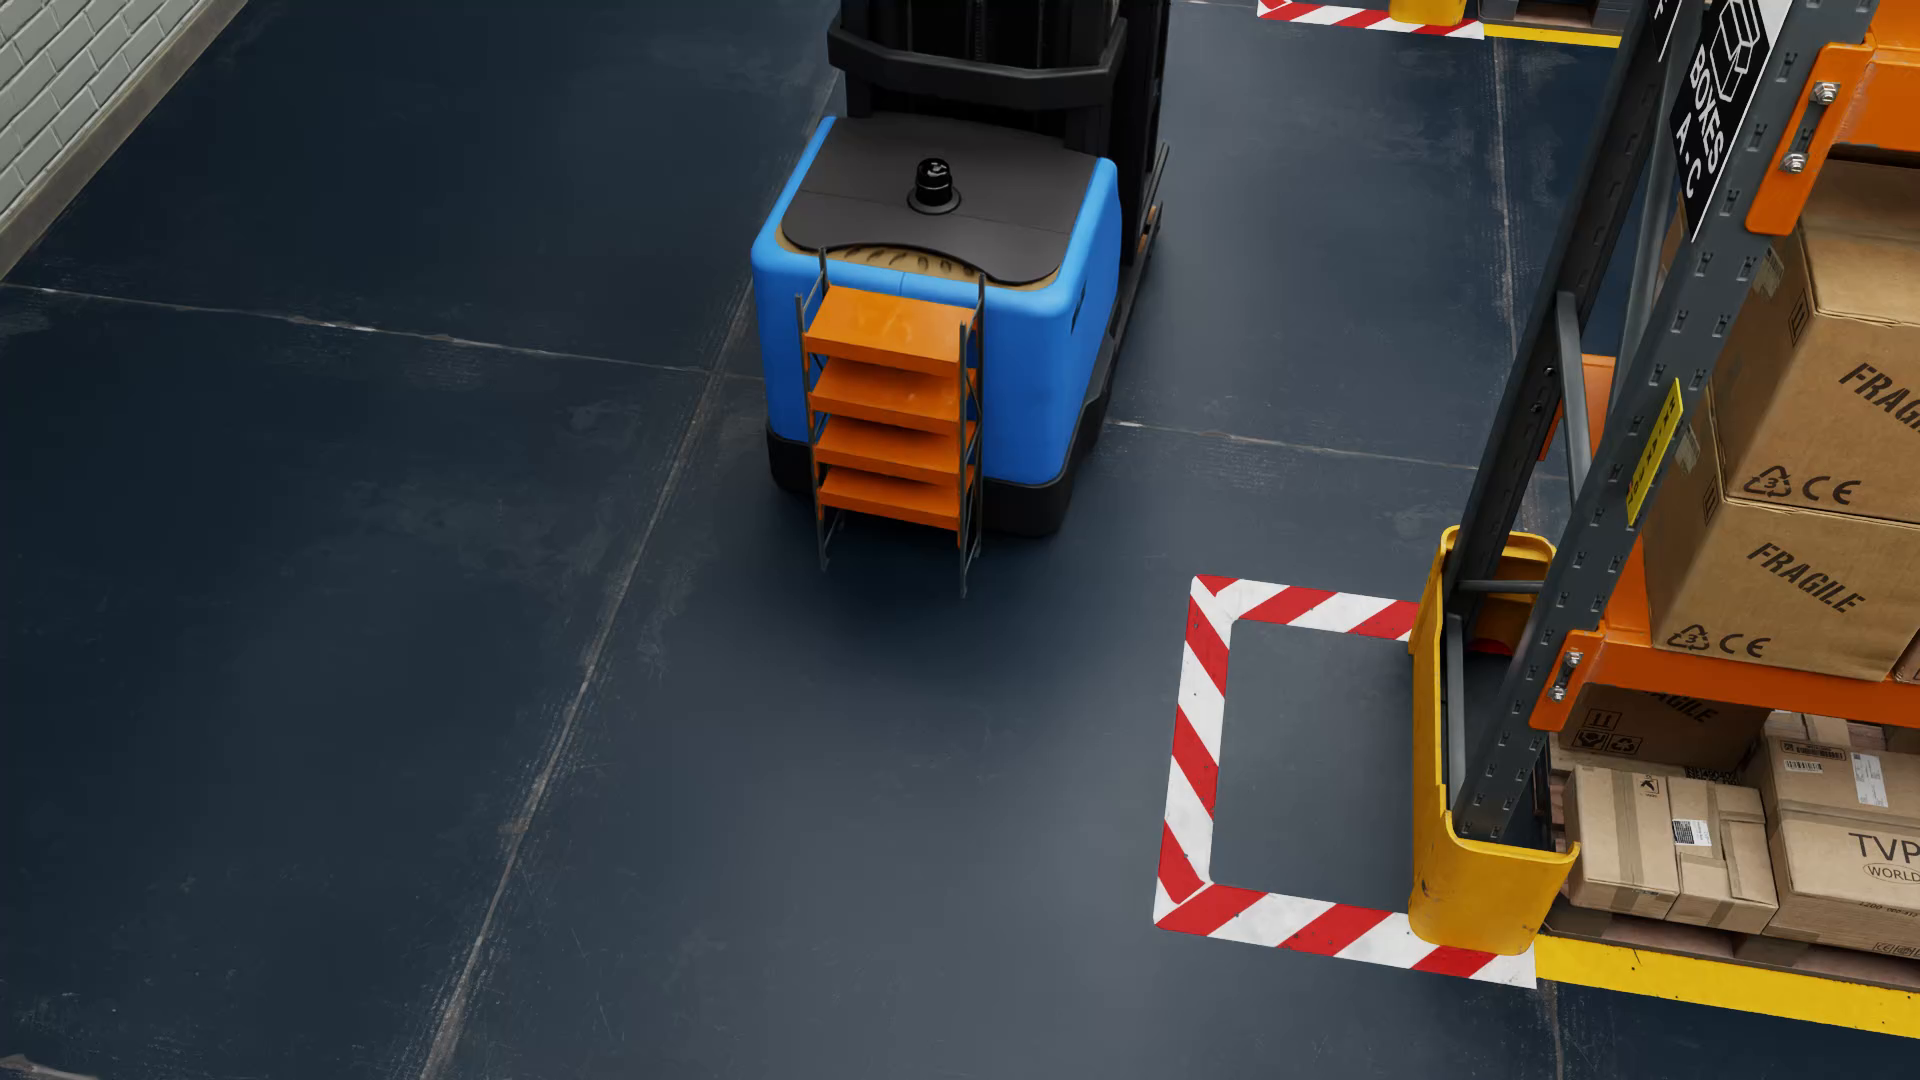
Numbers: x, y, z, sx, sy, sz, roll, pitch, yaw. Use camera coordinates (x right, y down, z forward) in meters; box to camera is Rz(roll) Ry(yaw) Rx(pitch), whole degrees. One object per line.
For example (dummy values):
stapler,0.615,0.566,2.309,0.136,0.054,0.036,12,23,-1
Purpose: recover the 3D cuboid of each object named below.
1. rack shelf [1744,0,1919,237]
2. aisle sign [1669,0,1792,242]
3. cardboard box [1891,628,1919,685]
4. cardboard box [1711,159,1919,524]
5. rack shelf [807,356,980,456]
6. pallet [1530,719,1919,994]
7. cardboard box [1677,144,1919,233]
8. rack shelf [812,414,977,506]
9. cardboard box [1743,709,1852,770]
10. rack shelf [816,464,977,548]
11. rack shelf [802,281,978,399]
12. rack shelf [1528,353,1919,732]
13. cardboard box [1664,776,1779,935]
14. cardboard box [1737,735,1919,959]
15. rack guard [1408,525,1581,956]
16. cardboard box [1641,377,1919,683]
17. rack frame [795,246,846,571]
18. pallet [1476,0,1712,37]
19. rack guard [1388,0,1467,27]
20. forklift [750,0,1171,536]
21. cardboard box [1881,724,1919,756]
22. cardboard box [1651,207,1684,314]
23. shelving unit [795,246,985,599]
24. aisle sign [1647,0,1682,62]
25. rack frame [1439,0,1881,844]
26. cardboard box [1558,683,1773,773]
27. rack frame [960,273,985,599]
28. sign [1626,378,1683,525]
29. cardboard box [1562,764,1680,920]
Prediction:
rack shelf,3.442,-0.779,2.900,4.000,0.370,1.077,8,49,7
aisle sign,1.355,-0.944,2.834,0.004,0.787,0.394,8,49,7
cardboard box,2.373,0.002,3.665,0.500,0.500,0.500,7,48,6
cardboard box,1.864,-0.397,3.351,0.500,0.500,0.500,9,49,8
rack shelf,-0.199,-0.440,5.129,0.480,0.148,0.258,11,49,10
pallet,2.334,0.766,4.920,1.213,0.211,1.003,8,49,7
cardboard box,1.961,-0.791,3.705,0.500,0.500,0.500,7,48,6
rack shelf,-0.199,-0.291,5.295,0.480,0.148,0.258,11,49,10
cardboard box,2.436,0.530,4.866,0.250,0.166,0.380,8,49,7
rack shelf,-0.199,-0.158,5.443,0.480,0.148,0.258,11,49,10
rack shelf,-0.199,-0.598,4.953,0.480,0.148,0.258,11,49,10
rack shelf,3.442,0.224,4.016,4.000,0.370,1.077,8,49,7
cardboard box,2.071,0.859,4.571,0.250,0.166,0.380,8,49,7
cardboard box,2.451,0.837,4.534,0.500,0.250,0.500,8,49,7
rack guard,1.549,0.564,4.907,0.348,0.500,1.175,8,49,7
cardboard box,1.864,-0.063,3.723,0.500,0.500,0.500,9,49,8
rack frame,-0.435,-0.382,5.287,0.015,1.200,0.240,11,49,10
pallet,3.164,-2.837,8.157,1.213,0.211,1.003,8,49,7
rack guard,2.333,-3.064,8.167,0.348,0.500,1.175,8,49,7
forklift,0.203,-2.115,5.680,1.130,2.935,3.031,11,49,10
cardboard box,2.983,0.530,4.810,0.500,0.250,0.500,8,49,7
cardboard box,1.963,-0.454,4.075,0.500,0.500,0.500,9,49,8
shelving unit,-0.199,-0.336,5.245,0.503,1.200,0.258,11,49,10
aisle sign,1.462,-1.383,3.229,0.004,0.787,0.394,8,49,7
rack frame,1.474,-0.281,3.986,0.127,3.000,1.000,8,49,7
cardboard box,2.053,0.299,4.849,0.500,0.500,0.500,8,49,7
rack frame,0.036,-0.290,5.203,0.015,1.200,0.240,11,49,10
sign,1.378,-0.173,3.307,0.005,0.325,0.100,8,49,7
cardboard box,1.825,0.832,4.607,0.250,0.149,0.380,8,49,7
